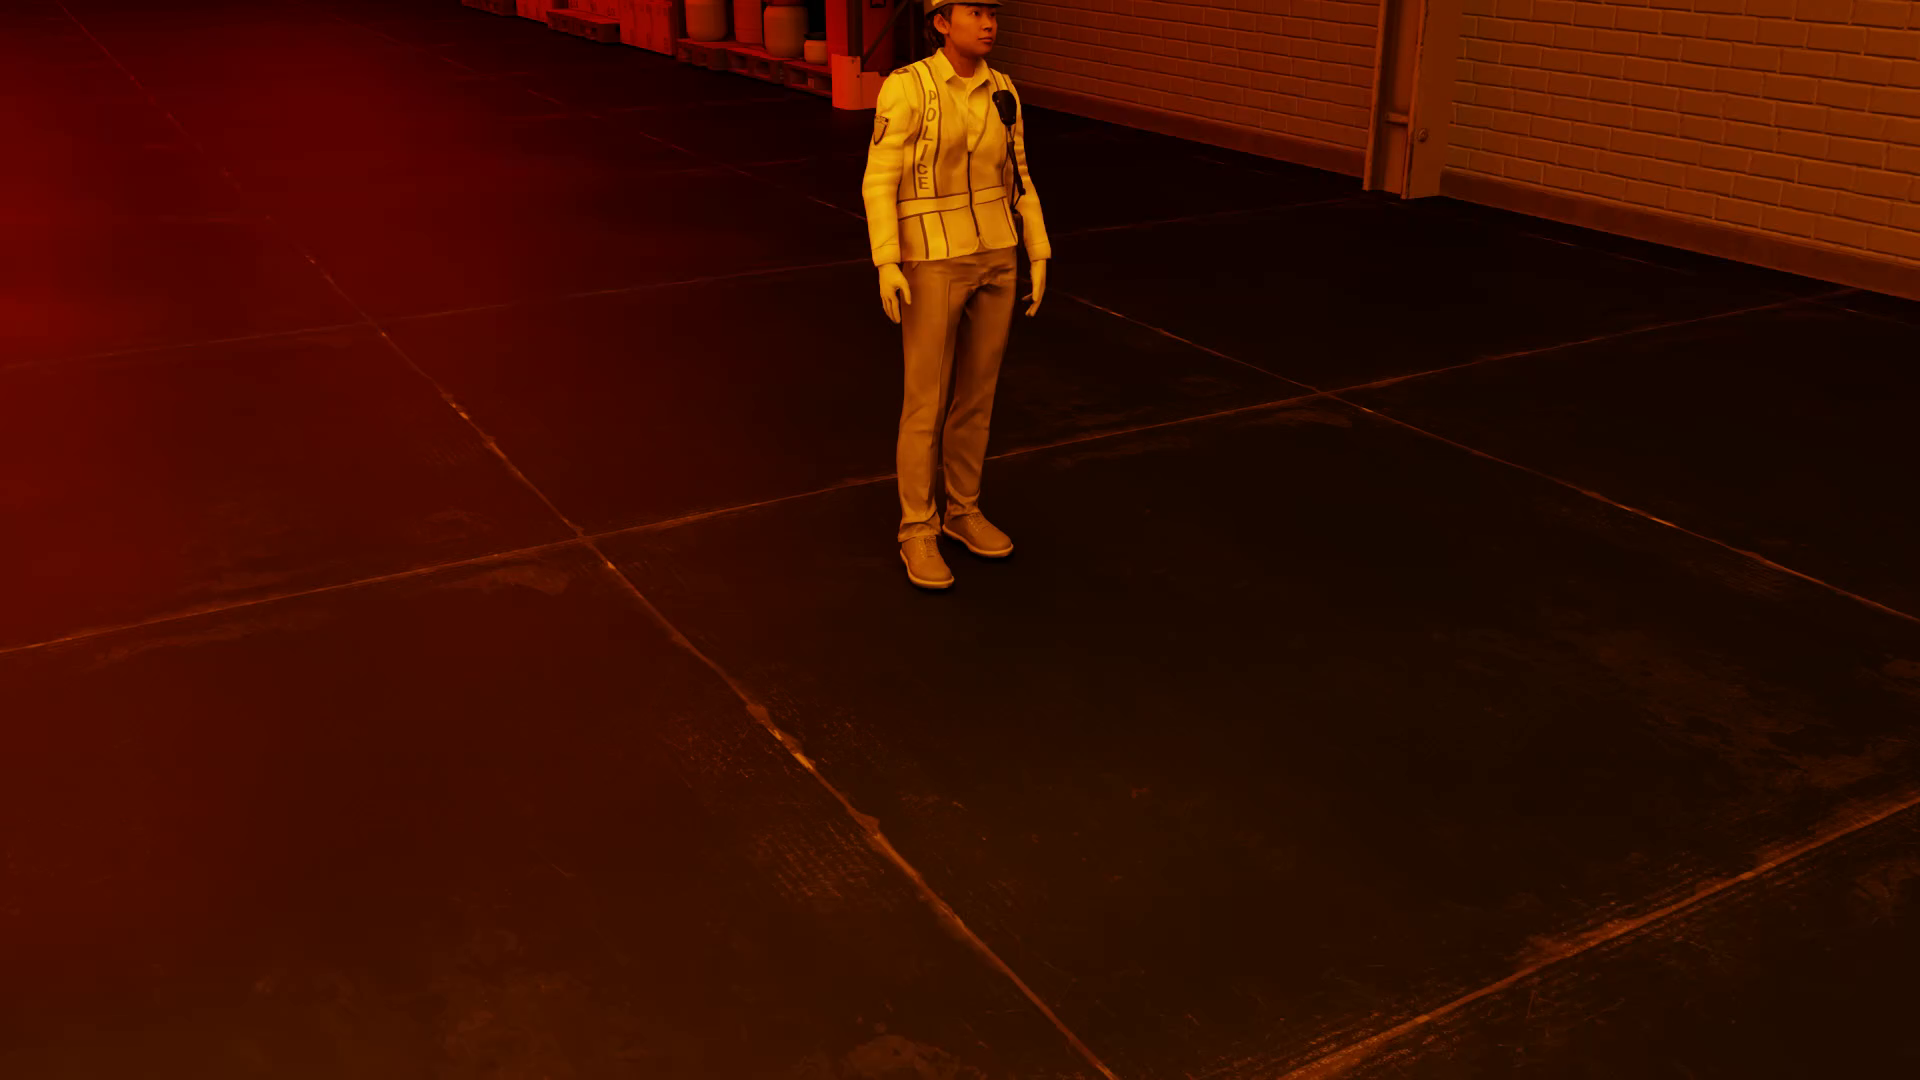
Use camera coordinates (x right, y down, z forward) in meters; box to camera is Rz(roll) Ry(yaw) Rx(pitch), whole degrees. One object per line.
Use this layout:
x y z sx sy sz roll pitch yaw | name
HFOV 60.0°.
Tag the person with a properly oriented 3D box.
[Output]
0.028 -0.766 4.752 0.586 1.694 0.530 -12 25 -28 | person
